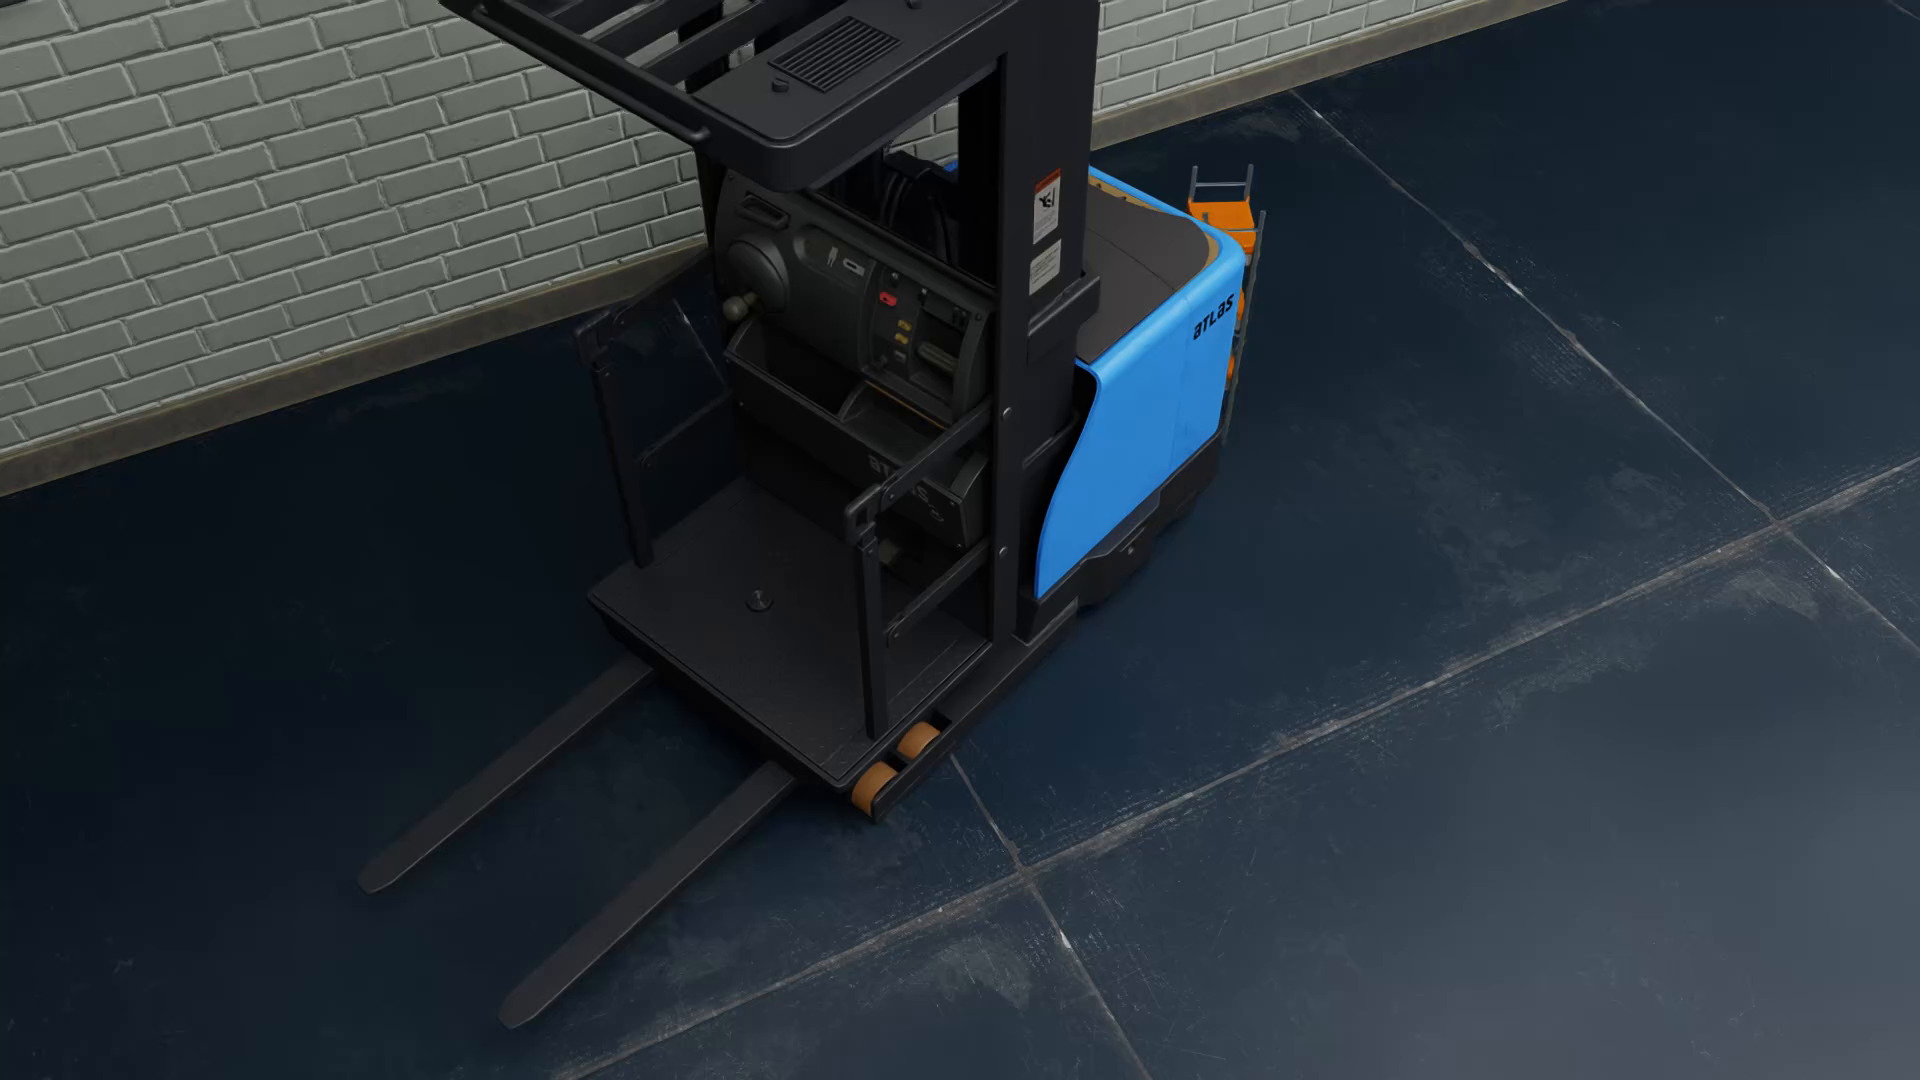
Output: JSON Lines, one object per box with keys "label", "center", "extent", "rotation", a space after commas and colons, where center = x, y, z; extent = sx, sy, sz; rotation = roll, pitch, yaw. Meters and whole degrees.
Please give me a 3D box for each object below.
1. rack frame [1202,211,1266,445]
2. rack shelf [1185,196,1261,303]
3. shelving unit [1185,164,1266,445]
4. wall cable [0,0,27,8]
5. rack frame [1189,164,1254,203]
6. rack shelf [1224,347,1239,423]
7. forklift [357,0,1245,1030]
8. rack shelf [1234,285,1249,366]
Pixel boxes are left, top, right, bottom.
{"label": "rack frame", "center": [0.868, -0.691, 5.657], "extent": [0.200, 1.050, 0.008], "rotation": [-2, 49, -2]}
{"label": "rack shelf", "center": [0.863, -0.963, 5.531], "extent": [0.215, 0.259, 0.240], "rotation": [-2, 49, -2]}
{"label": "shelving unit", "center": [0.862, -0.783, 5.737], "extent": [0.215, 1.050, 0.252], "rotation": [-2, 49, -2]}
{"label": "wall cable", "center": [-3.801, -1.921, 3.515], "extent": [3.097, 2.526, 0.112], "rotation": [-21, 52, -18]}
{"label": "rack frame", "center": [0.857, -0.875, 5.817], "extent": [0.200, 1.050, 0.008], "rotation": [-2, 49, -2]}
{"label": "rack shelf", "center": [0.862, -0.593, 5.954], "extent": [0.215, 0.259, 0.240], "rotation": [-2, 49, -2]}
{"label": "forklift", "center": [-0.441, -0.567, 4.299], "extent": [1.130, 2.935, 3.031], "rotation": [33, 56, 25]}
{"label": "rack shelf", "center": [0.862, -0.776, 5.745], "extent": [0.215, 0.259, 0.240], "rotation": [-2, 49, -2]}
